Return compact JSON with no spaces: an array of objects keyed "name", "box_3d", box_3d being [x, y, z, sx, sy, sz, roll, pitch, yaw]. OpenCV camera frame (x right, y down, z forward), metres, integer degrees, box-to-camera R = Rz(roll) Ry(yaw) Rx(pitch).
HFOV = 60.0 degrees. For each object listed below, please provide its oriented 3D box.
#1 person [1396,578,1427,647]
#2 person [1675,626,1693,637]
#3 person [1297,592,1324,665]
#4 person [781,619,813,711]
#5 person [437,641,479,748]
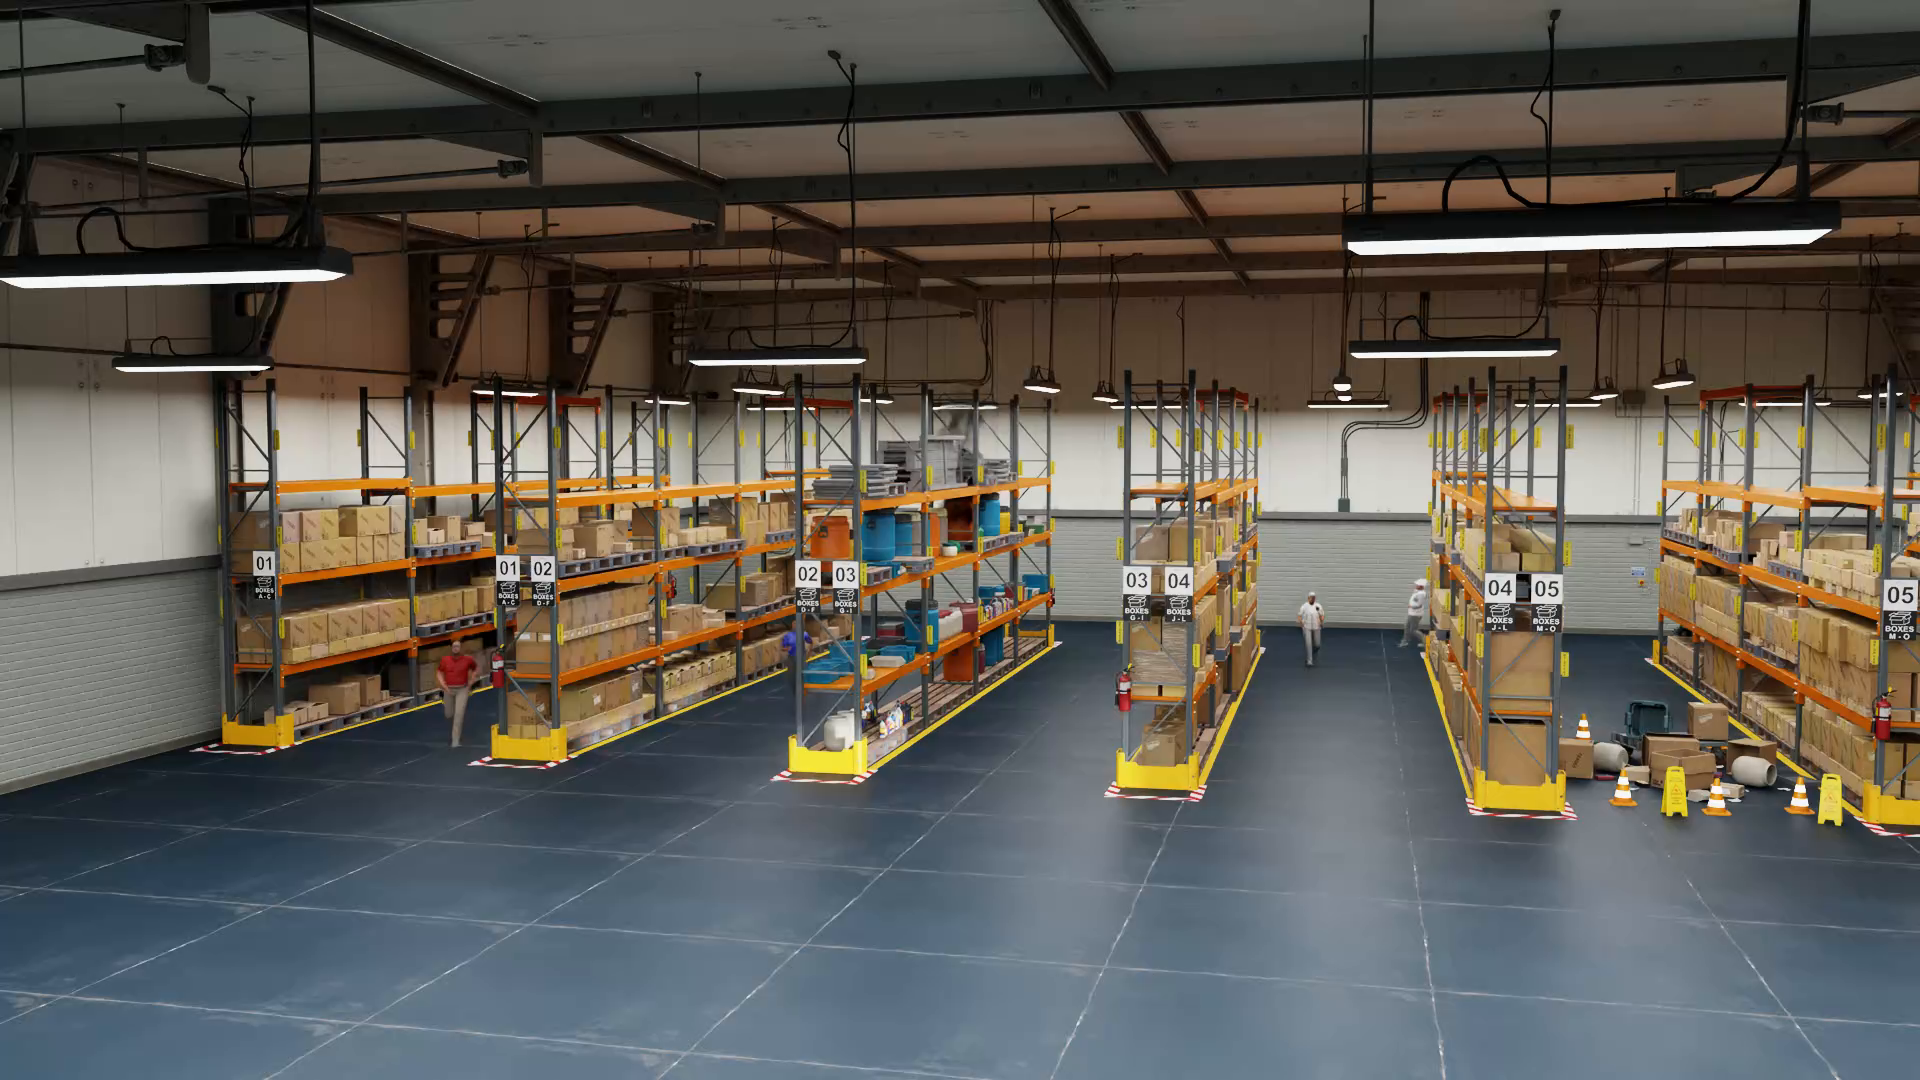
[{"name":"person","box_3d":[10.807,1.766,39.694,0.795,1.707,0.776,1,4,17]},{"name":"person","box_3d":[16.750,1.934,38.341,0.600,1.548,0.511,-2,4,-35]},{"name":"person","box_3d":[7.826,1.969,37.081,0.606,1.616,0.560,0,3,6]},{"name":"person","box_3d":[-3.047,2.293,30.918,0.575,1.644,0.909,0,3,5]},{"name":"person","box_3d":[-8.341,2.532,27.567,0.643,1.715,1.026,0,3,-2]}]
